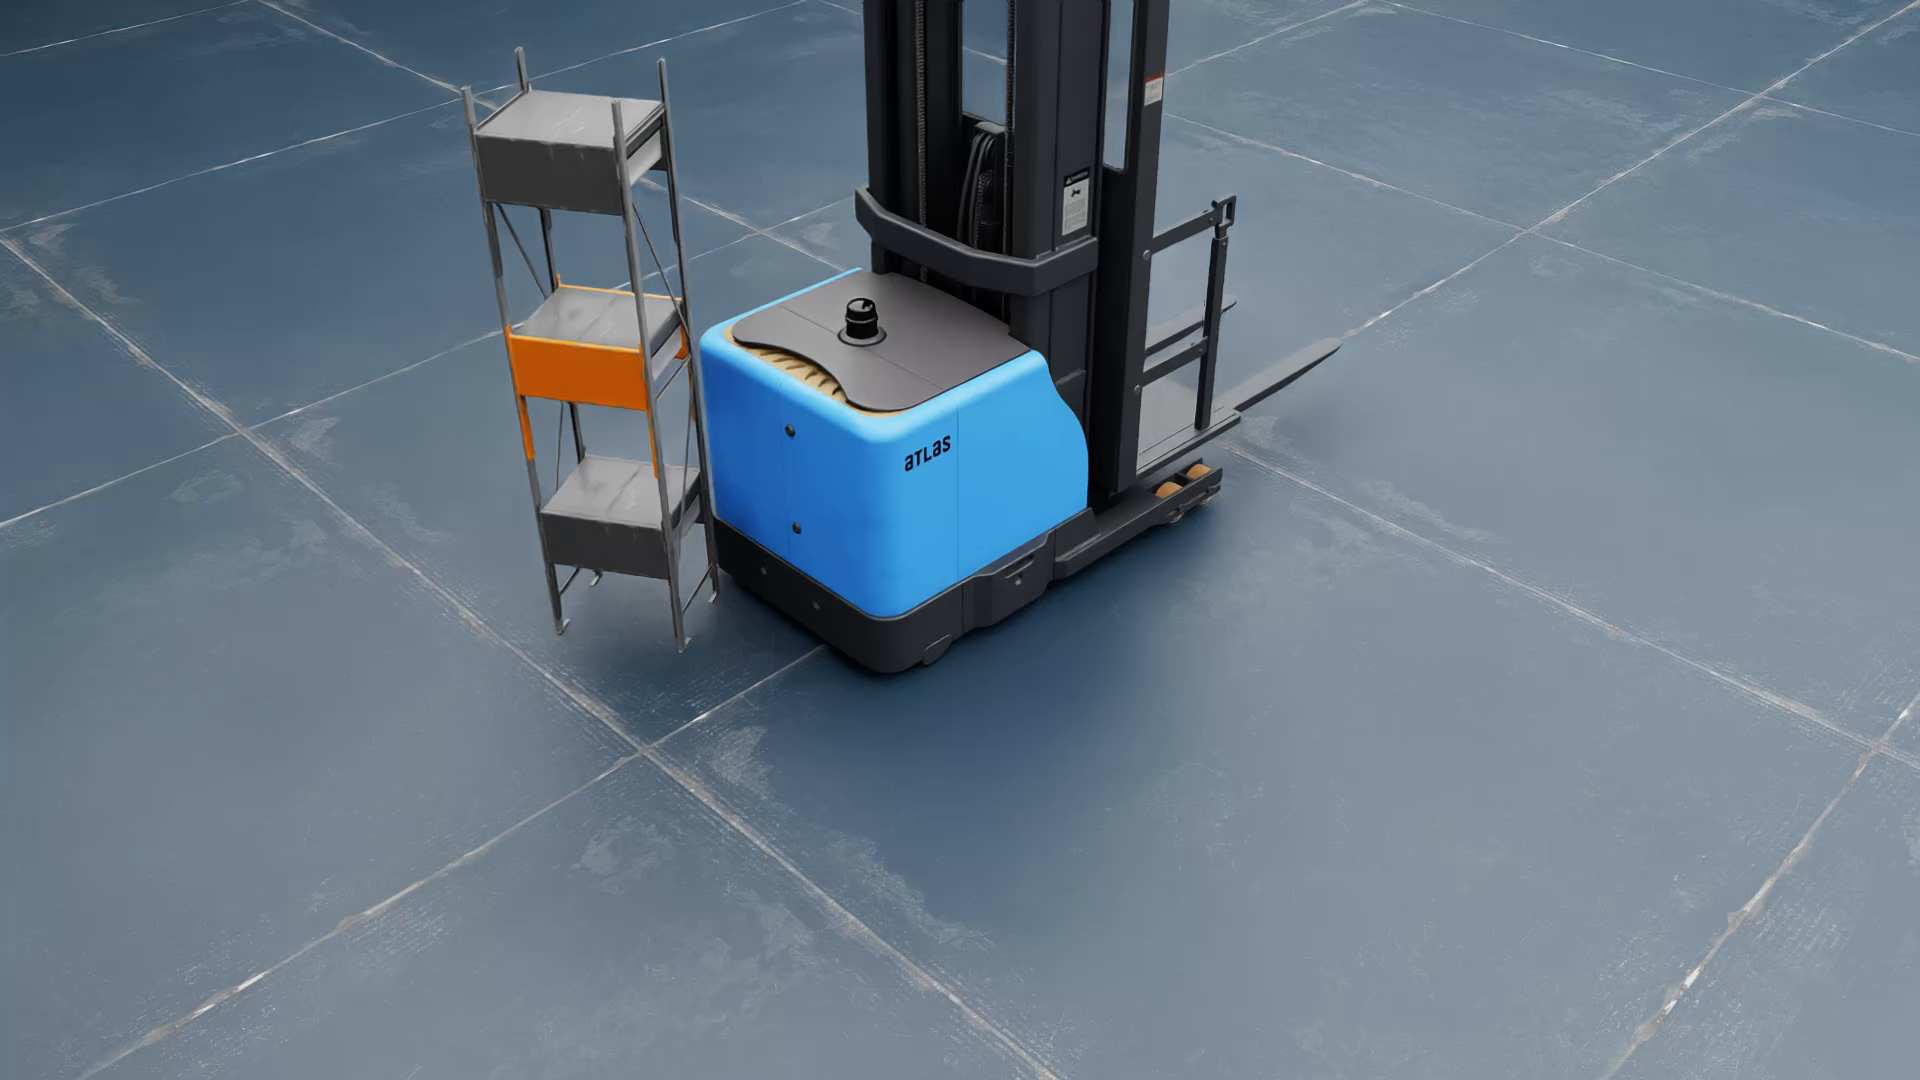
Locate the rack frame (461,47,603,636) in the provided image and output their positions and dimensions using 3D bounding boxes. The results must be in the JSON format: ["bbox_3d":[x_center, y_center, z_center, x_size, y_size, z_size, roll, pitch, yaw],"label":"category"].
[{"bbox_3d":[-1.460,-0.615,5.796,0.015,2.100,0.400,8,36,11],"label":"rack frame"}]

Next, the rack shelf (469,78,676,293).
[{"bbox_3d":[-1.223,-1.146,5.357,0.480,0.518,0.431,8,36,11],"label":"rack shelf"}]

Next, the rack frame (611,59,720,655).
[{"bbox_3d":[-0.985,-0.550,5.704,0.015,2.100,0.400,8,36,11],"label":"rack frame"}]

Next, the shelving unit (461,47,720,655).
[{"bbox_3d":[-1.223,-0.583,5.750,0.503,2.100,0.431,8,36,11],"label":"shelving unit"}]

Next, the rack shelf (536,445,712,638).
[{"bbox_3d":[-1.223,0.003,6.158,0.480,0.518,0.431,8,36,11],"label":"rack shelf"}]

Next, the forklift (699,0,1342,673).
[{"bbox_3d":[0.452,-1.462,6.284,3.031,2.935,1.130,-29,44,-35],"label":"forklift"}]

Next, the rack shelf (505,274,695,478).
[{"bbox_3d":[-1.223,-0.571,5.758,0.480,0.518,0.431,8,36,11],"label":"rack shelf"}]
